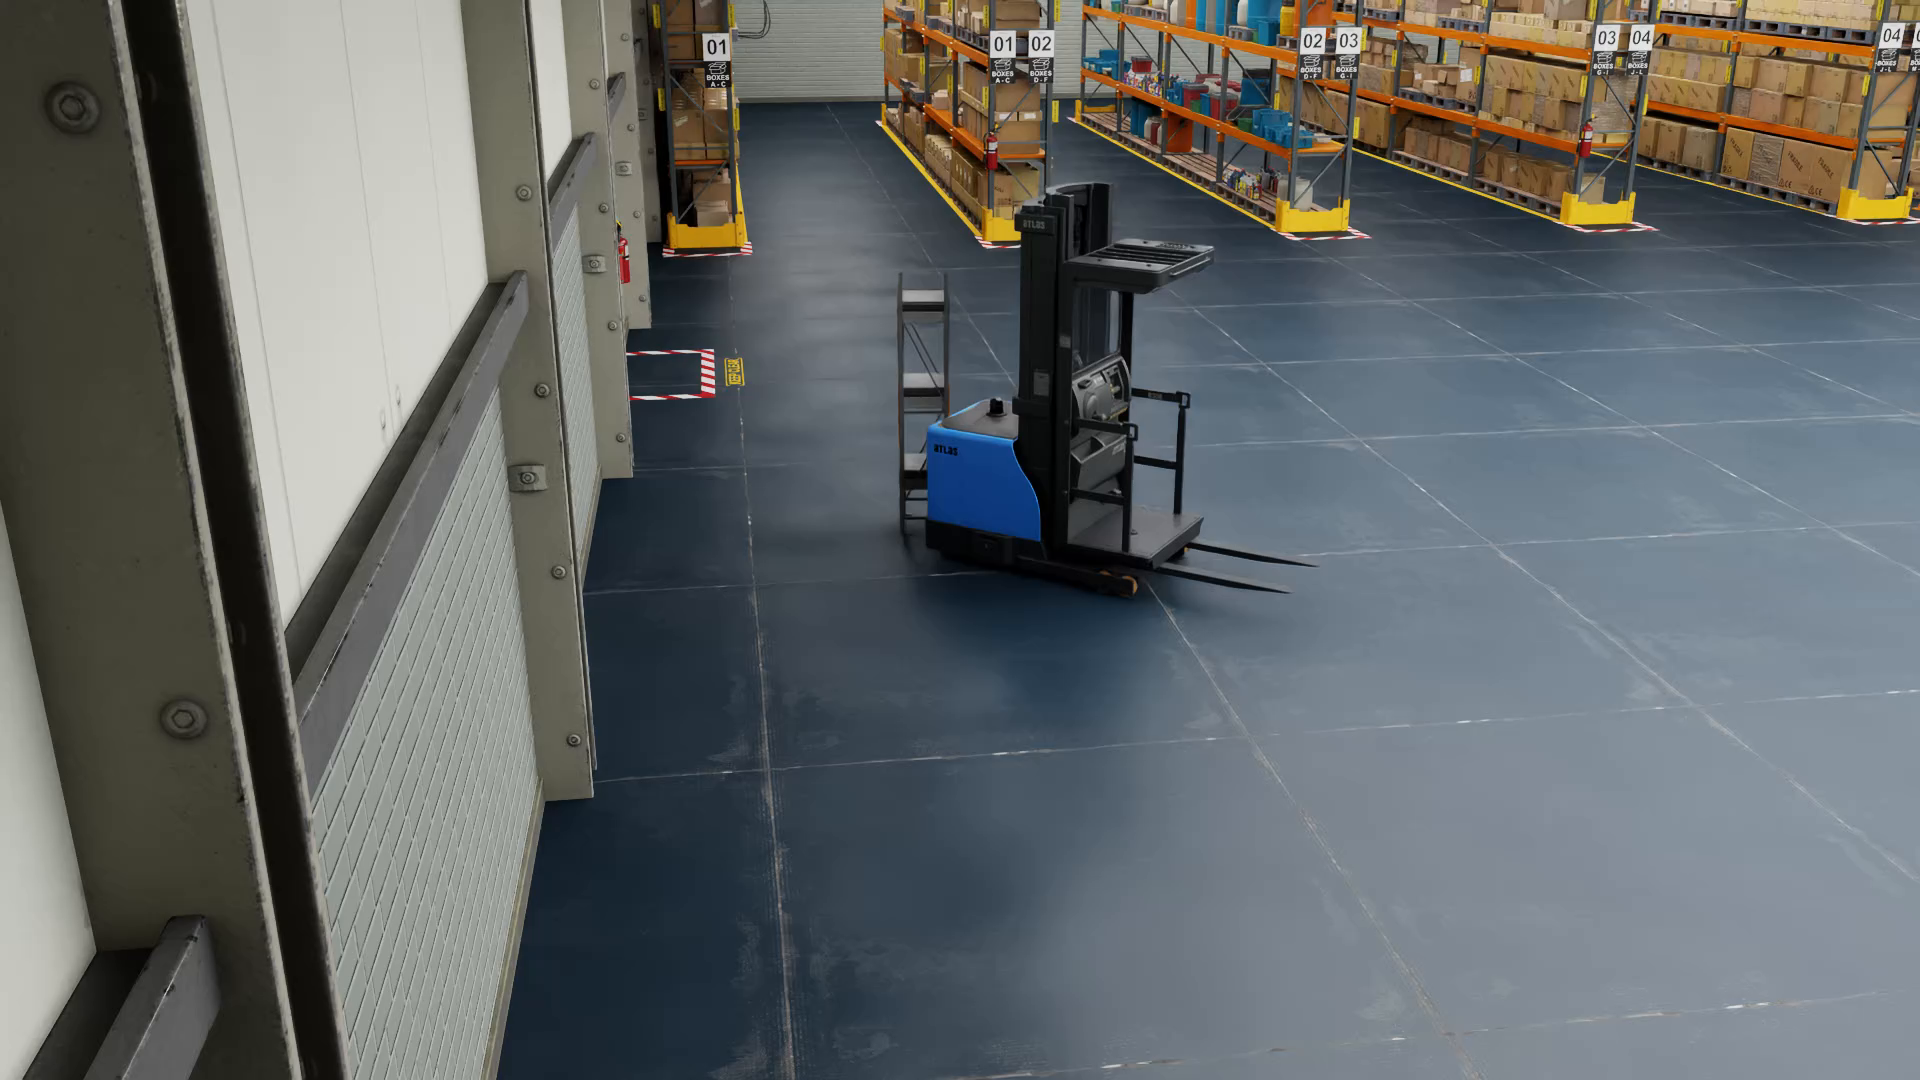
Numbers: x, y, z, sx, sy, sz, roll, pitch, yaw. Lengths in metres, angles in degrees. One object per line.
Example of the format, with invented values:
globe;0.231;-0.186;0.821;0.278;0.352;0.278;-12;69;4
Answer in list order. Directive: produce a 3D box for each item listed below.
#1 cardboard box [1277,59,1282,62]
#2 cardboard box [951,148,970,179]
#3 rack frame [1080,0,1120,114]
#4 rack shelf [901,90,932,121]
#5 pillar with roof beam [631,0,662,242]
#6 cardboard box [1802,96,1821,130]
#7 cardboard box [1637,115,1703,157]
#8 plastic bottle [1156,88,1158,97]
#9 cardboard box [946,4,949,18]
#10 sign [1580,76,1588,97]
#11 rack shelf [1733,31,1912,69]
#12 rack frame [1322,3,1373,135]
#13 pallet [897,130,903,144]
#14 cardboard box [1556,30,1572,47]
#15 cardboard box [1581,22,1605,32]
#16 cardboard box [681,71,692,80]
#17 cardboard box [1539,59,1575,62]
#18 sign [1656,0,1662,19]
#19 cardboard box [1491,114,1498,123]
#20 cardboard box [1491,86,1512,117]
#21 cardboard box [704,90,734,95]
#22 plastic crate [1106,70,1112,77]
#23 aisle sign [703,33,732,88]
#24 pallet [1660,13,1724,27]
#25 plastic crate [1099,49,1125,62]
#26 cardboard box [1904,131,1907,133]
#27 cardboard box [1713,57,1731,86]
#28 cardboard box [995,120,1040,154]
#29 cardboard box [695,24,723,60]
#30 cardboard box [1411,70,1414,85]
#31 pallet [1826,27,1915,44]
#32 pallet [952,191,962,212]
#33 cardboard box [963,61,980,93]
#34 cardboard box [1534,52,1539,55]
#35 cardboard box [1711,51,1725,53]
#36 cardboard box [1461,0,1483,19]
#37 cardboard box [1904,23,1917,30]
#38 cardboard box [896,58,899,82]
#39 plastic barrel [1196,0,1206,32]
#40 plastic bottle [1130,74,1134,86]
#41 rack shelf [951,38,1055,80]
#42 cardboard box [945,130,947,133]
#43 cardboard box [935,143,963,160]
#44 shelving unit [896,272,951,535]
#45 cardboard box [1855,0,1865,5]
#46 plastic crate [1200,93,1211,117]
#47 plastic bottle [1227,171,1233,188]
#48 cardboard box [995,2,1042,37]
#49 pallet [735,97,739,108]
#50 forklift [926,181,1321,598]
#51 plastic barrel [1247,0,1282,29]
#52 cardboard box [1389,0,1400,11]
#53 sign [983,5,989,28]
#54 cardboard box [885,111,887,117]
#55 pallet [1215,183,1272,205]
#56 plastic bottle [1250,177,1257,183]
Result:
cardboard box;8.241;-12.176;41.818;0.500;0.250;0.500;-3;21;-9
cardboard box;0.122;-6.717;29.671;0.500;0.500;0.500;-3;21;-8
rack frame;3.538;-12.037;41.656;1.000;3.000;0.127;-3;21;-8
rack shelf;-0.500;-9.374;35.555;1.077;0.370;4.000;-3;21;-8
pillar with roof beam;-0.656;-9.223;25.550;9.100;9.000;0.400;-3;21;-8
cardboard box;15.512;-7.548;29.424;0.875;0.550;0.550;-3;21;-8
cardboard box;14.643;-8.357;34.419;1.050;0.750;0.750;-3;21;-7
plastic bottle;4.178;-9.413;34.916;0.097;0.201;0.097;0;20;0
cardboard box;0.003;-10.215;32.106;0.500;0.250;0.500;-2;21;-6
sign;10.193;-7.416;27.179;0.100;0.325;0.005;-3;21;-8
rack shelf;15.380;-8.723;29.524;1.077;0.370;4.000;-3;21;-8
rack frame;9.015;-10.901;38.617;1.000;3.000;0.127;-3;21;-8
pallet;-0.886;-9.335;38.407;1.003;0.211;1.213;-3;21;-8
cardboard box;10.349;-8.408;27.869;0.500;0.250;0.500;-3;21;-7
cardboard box;10.475;-8.445;27.397;0.380;0.149;0.250;-4;21;-10
cardboard box;-5.035;-8.858;32.373;0.700;0.500;0.500;-5;21;-14
cardboard box;10.650;-8.298;29.649;0.500;0.500;0.500;-3;21;-8
sign;11.282;-8.589;26.888;0.100;0.325;0.005;-3;21;-8
cardboard box;9.989;-7.752;30.543;0.380;0.149;0.250;-3;21;-8
cardboard box;10.209;-7.984;30.238;0.875;0.500;0.500;-3;21;-8
cardboard box;-4.084;-7.352;28.227;0.500;0.500;0.500;-3;21;-8
plastic crate;3.687;-10.925;38.987;0.437;0.125;0.590;-3;21;-8
aisle sign;-3.652;-7.205;25.005;0.394;0.787;0.004;-3;21;-8
pallet;14.824;-10.441;33.367;1.003;0.211;1.213;-2;21;-5
plastic crate;3.771;-11.975;41.354;0.616;0.435;0.499;-3;21;-8
cardboard box;19.584;-8.531;35.425;0.950;0.372;0.625;-3;21;-9
cardboard box;15.014;-9.034;32.044;0.700;0.500;0.500;-3;21;-9
cardboard box;0.887;-6.457;26.576;0.700;0.500;0.500;-3;21;-8
cardboard box;-3.760;-7.587;25.284;0.500;0.500;0.500;-2;21;-6
cardboard box;9.791;-9.745;35.379;0.500;0.500;0.500;-2;21;-6
pallet;15.551;-8.582;28.246;1.003;0.211;1.213;-3;21;-8
pallet;0.438;-6.050;29.612;1.003;0.211;1.213;-3;21;-8
cardboard box;0.435;-8.135;29.212;0.700;0.500;0.500;-3;21;-7
cardboard box;13.540;-11.315;38.632;0.380;0.149;0.250;-2;21;-5
cardboard box;18.502;-11.596;40.333;0.500;0.500;0.500;-3;21;-7
cardboard box;10.062;-10.276;31.907;0.797;0.503;0.637;-2;21;-6
cardboard box;15.936;-8.628;27.858;0.380;0.149;0.250;-3;21;-7
cardboard box;-1.190;-10.789;38.172;0.500;0.500;0.500;-2;21;-6
plastic barrel;4.791;-10.140;31.574;0.600;0.901;0.708;-3;21;-8
plastic bottle;3.846;-10.244;37.040;0.097;0.271;0.097;0;20;0
rack shelf;0.654;-8.009;27.614;1.077;0.370;4.000;-3;21;-8
cardboard box;-0.075;-8.406;34.880;0.500;0.500;0.500;-4;21;-10
cardboard box;-0.197;-7.457;31.924;0.500;0.311;0.500;-3;21;-8
shelving unit;-0.296;-1.113;13.694;0.431;2.100;0.503;0;20;-1
cardboard box;15.249;-9.053;27.856;0.380;0.149;0.250;-3;21;-7
plastic crate;4.801;-8.241;31.515;0.392;0.384;0.575;-3;21;-8
plastic bottle;4.953;-6.569;30.281;0.152;0.276;0.135;-2;21;-6
cardboard box;0.863;-8.163;26.051;0.797;0.503;0.637;-1;21;-4
pallet;-4.905;-8.436;32.290;1.213;0.211;1.003;-3;21;-8
forklift;1.259;-1.148;12.599;3.031;2.935;1.130;11;23;28
plastic barrel;5.305;-9.369;28.909;0.600;0.901;0.708;-3;21;-8
cardboard box;9.433;-11.374;34.848;0.797;0.503;0.637;-2;21;-5
sign;0.403;-8.009;25.432;0.100;0.325;0.005;-3;21;-8
cardboard box;-1.644;-10.496;40.978;0.380;0.149;0.250;-3;21;-8
pallet;5.323;-6.341;30.392;1.003;0.211;1.213;-3;21;-8
plastic bottle;5.205;-6.315;29.602;0.152;0.276;0.135;-3;21;-8
